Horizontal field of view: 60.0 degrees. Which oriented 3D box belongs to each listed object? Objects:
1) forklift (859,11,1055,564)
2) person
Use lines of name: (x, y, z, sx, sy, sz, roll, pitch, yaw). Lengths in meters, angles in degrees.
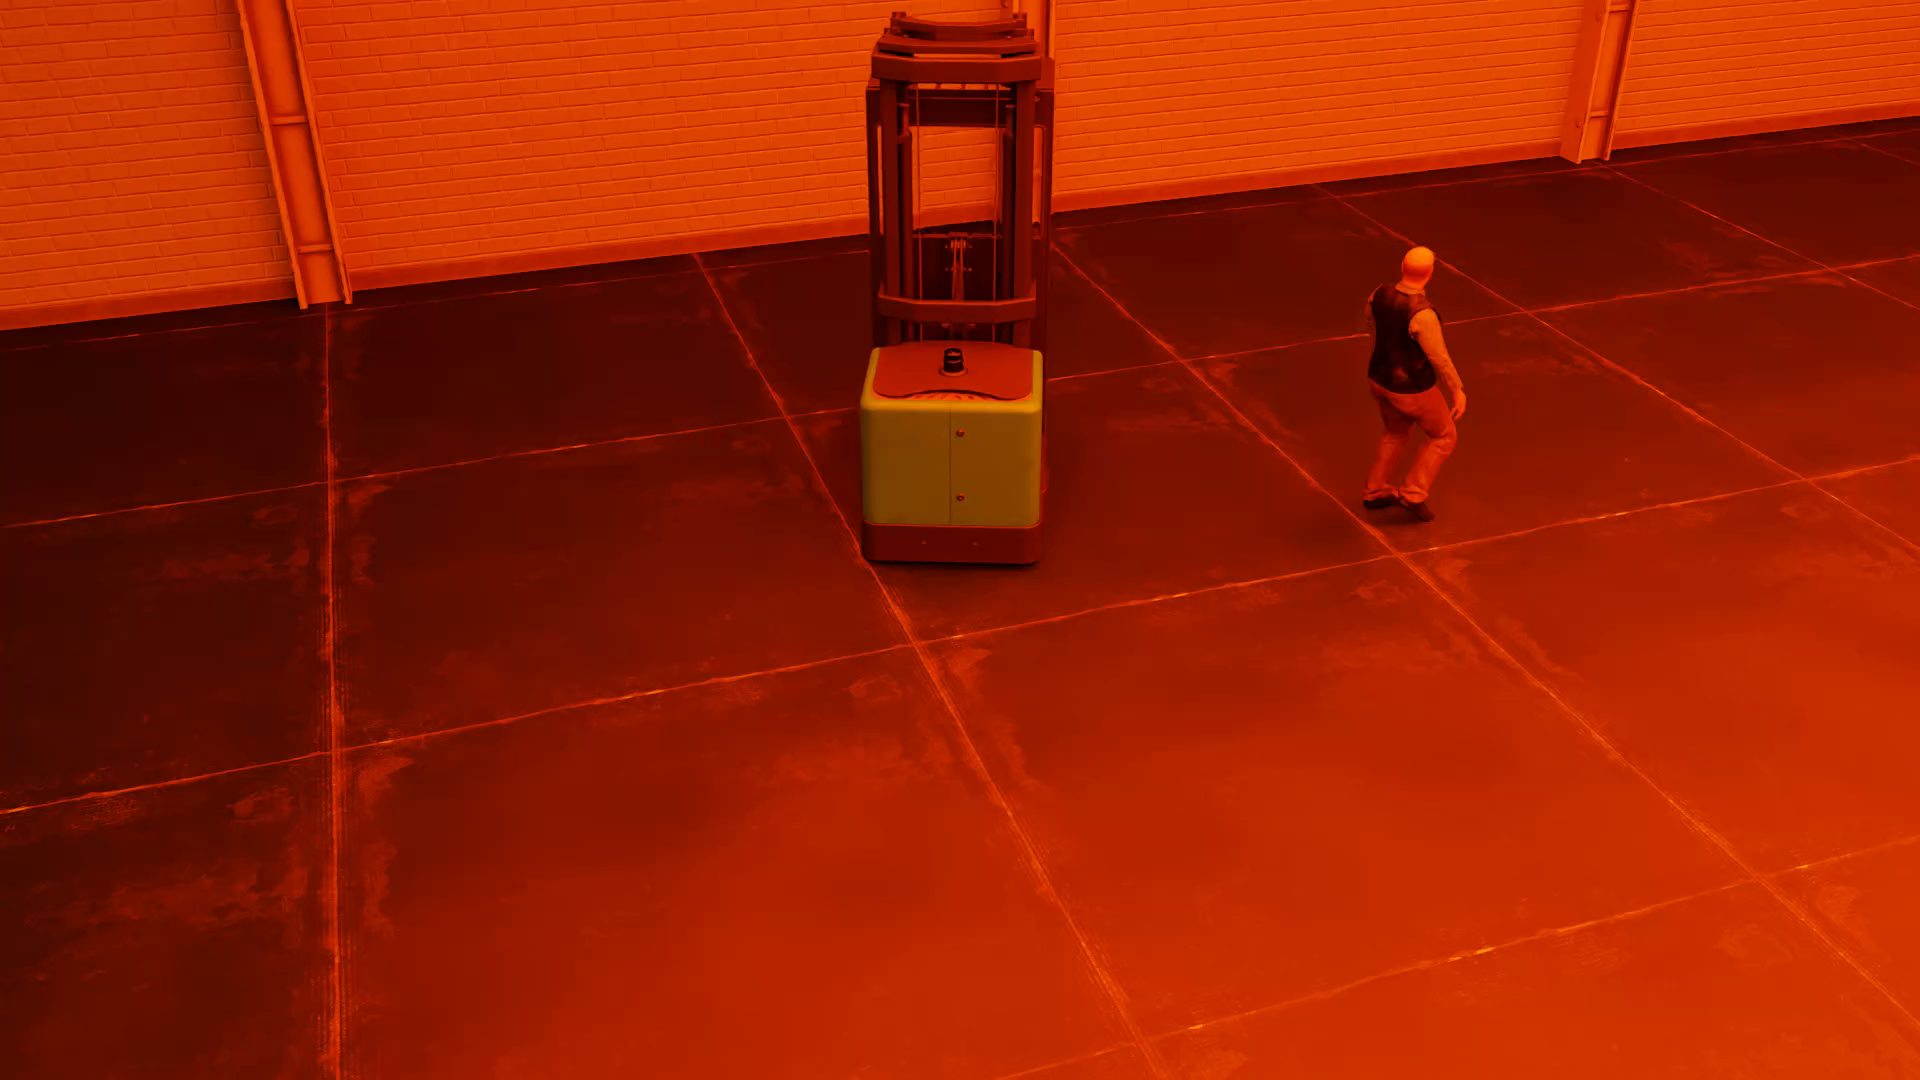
forklift: (0.012, -1.832, 10.271, 1.130, 2.935, 3.031, 1, 30, 2)
person: (2.699, -0.943, 10.001, 0.497, 1.729, 0.843, -11, 32, -18)
